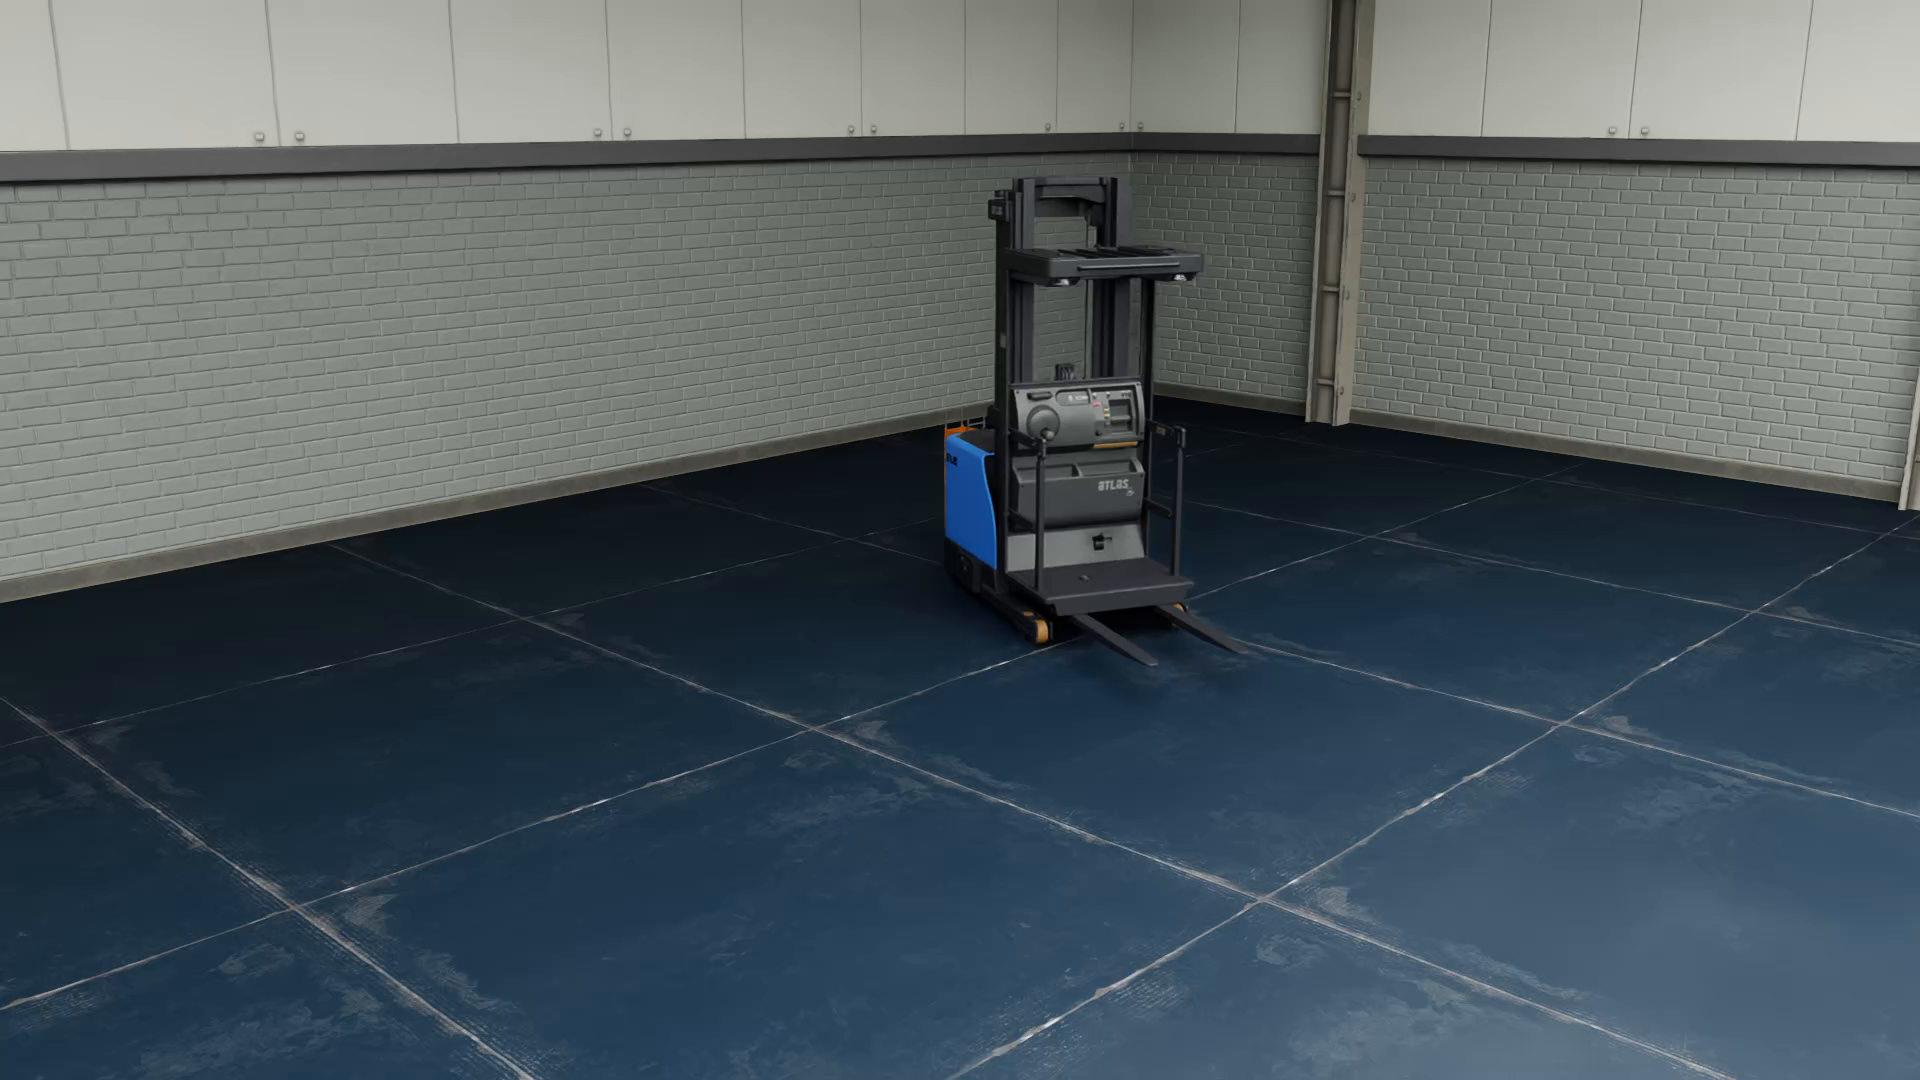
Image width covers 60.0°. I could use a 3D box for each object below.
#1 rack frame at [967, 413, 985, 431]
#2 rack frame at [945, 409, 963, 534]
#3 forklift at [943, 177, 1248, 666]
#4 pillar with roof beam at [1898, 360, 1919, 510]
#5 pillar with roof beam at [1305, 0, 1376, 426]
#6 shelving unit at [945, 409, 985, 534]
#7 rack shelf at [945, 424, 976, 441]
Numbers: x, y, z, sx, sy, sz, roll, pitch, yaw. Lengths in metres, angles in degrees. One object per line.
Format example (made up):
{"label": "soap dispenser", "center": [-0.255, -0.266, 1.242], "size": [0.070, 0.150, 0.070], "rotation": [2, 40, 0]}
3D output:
{"label": "rack frame", "center": [0.126, -0.477, 13.182], "size": [0.008, 1.050, 0.200], "rotation": [14, 20, 42]}
{"label": "rack frame", "center": [-0.049, -0.520, 13.346], "size": [0.008, 1.050, 0.200], "rotation": [14, 20, 42]}
{"label": "forklift", "center": [0.877, -0.856, 10.904], "size": [1.130, 2.935, 3.031], "rotation": [-6, 16, -20]}
{"label": "pillar with roof beam", "center": [5.413, -3.833, 10.297], "size": [0.400, 9.000, 9.100], "rotation": [14, 20, 42]}
{"label": "pillar with roof beam", "center": [1.094, -4.883, 14.327], "size": [0.400, 9.000, 9.100], "rotation": [14, 20, 42]}
{"label": "shelving unit", "center": [0.038, -0.499, 13.264], "size": [0.252, 1.050, 0.215], "rotation": [14, 20, 42]}
{"label": "rack shelf", "center": [0.038, -0.763, 13.195], "size": [0.240, 0.259, 0.215], "rotation": [14, 20, 42]}
